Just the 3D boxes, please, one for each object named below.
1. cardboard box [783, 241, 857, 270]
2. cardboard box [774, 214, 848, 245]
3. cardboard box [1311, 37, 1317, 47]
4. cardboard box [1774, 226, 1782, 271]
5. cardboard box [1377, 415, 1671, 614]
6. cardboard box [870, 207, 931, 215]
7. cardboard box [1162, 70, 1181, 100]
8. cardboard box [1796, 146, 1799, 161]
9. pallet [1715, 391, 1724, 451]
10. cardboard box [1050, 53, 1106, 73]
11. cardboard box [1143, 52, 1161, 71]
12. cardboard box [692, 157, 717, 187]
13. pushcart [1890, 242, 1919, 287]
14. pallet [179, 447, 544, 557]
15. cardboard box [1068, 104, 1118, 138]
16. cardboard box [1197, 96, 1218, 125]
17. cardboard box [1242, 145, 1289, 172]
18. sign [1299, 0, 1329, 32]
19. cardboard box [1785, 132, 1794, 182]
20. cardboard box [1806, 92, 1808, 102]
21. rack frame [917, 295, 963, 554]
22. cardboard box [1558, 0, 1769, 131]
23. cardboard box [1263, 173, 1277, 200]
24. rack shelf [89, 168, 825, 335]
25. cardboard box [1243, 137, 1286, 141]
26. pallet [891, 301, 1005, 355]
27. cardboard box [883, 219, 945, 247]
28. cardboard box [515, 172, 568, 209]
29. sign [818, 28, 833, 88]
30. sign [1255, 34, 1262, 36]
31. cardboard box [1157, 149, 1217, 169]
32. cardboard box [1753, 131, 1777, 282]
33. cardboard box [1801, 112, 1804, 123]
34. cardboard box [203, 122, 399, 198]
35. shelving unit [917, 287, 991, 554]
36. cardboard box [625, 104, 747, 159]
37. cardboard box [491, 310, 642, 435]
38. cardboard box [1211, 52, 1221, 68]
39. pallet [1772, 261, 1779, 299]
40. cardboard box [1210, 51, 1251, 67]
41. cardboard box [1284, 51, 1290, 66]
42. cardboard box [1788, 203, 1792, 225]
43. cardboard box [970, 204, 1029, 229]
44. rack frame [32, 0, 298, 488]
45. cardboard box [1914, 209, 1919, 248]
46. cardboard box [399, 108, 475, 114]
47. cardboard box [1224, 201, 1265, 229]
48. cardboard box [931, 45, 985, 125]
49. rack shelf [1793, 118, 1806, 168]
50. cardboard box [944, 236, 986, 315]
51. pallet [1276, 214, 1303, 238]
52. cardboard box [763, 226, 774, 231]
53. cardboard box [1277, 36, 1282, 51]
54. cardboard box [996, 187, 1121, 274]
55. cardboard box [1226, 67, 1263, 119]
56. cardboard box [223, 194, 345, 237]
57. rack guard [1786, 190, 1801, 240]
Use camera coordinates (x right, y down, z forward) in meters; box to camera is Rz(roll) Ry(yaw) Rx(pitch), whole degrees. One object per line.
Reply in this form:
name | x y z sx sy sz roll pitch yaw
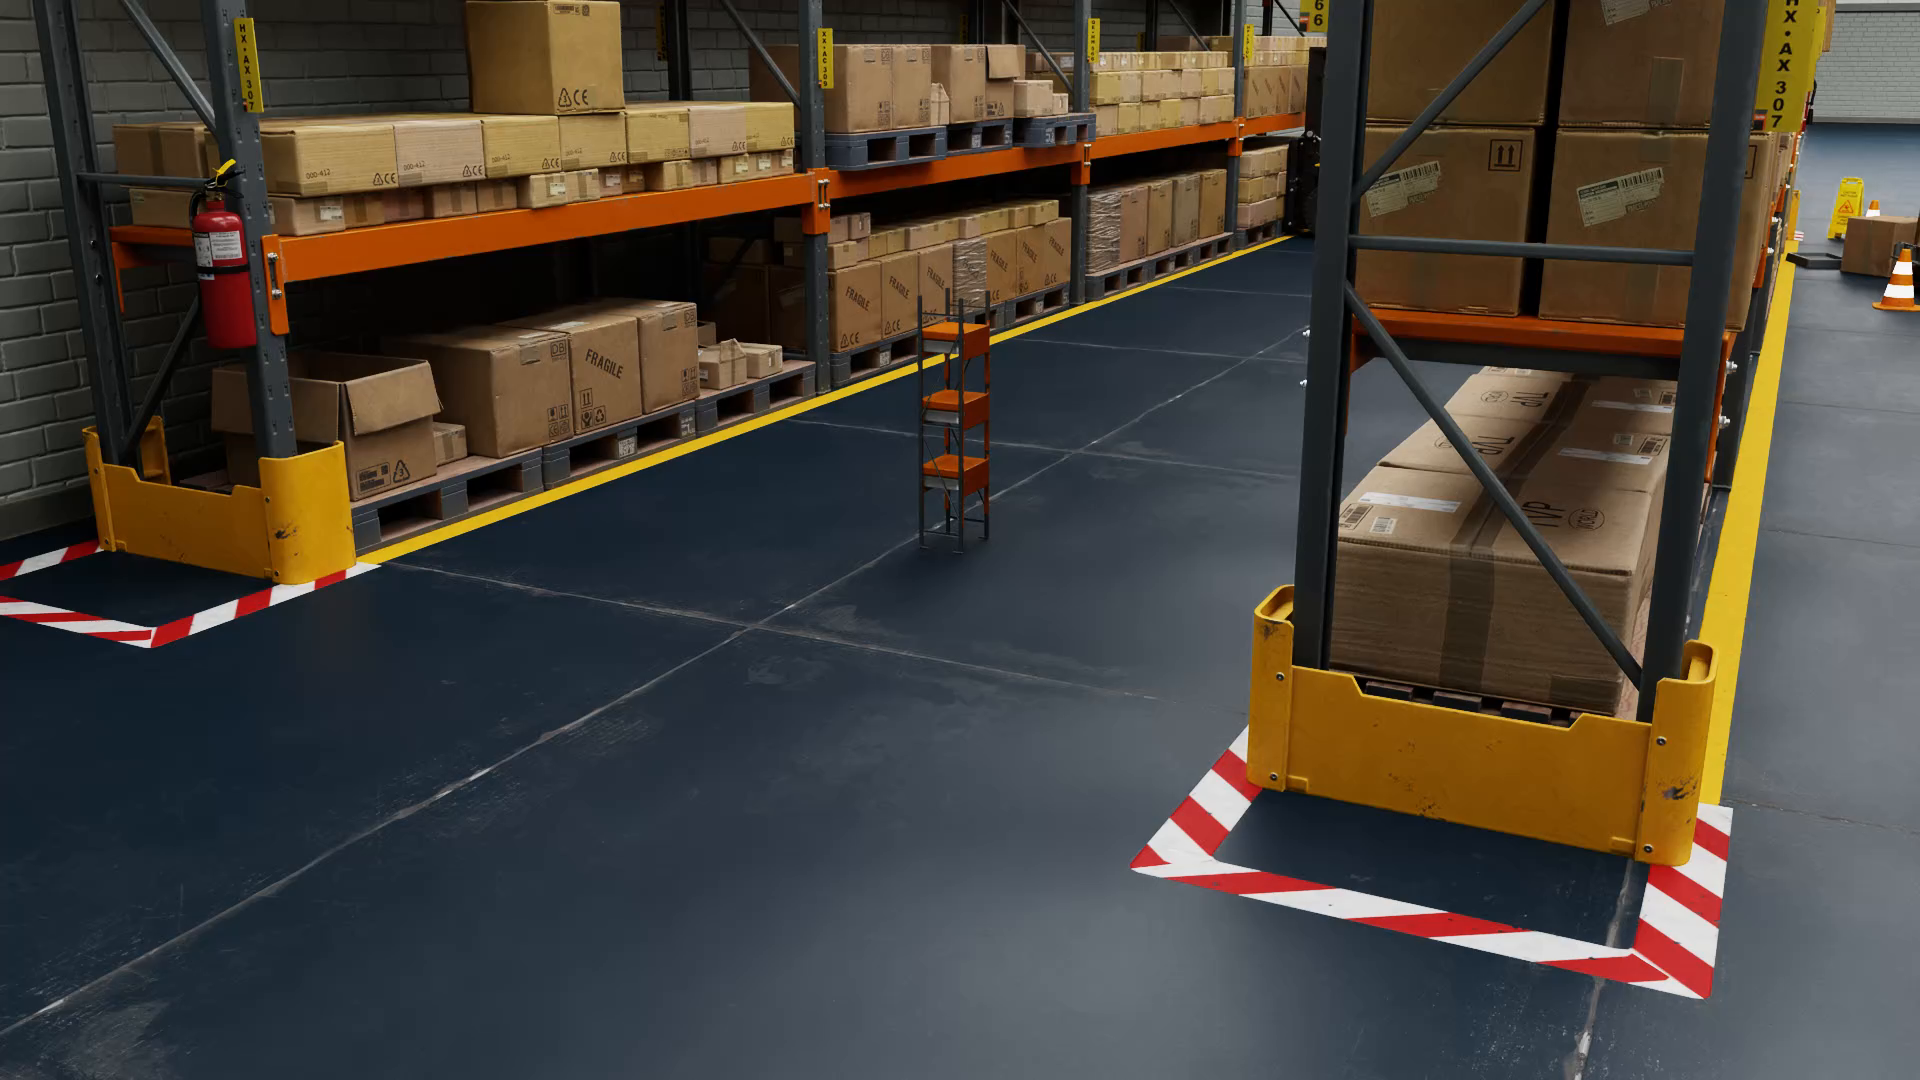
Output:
cardboard box | -0.854 -1.746 10.147 0.380 0.149 0.250 9 19 28
cardboard box | -0.908 -1.896 10.130 0.380 0.149 0.250 8 18 24
cardboard box | 3.768 -5.543 18.581 0.380 0.149 0.250 9 19 27
cardboard box | 6.214 -2.405 13.733 0.950 0.372 0.625 9 19 29
cardboard box | 2.010 -0.113 5.898 0.875 0.438 0.875 9 19 27
cardboard box | -0.437 -2.346 12.168 0.380 0.149 0.250 8 18 24
cardboard box | 1.633 -4.034 14.725 0.500 0.250 0.500 8 18 26
cardboard box | 7.608 -3.606 15.533 0.380 0.149 0.250 9 19 27
pallet | 3.467 -0.613 8.717 1.003 0.211 1.213 8 18 25
cardboard box | 0.941 -3.796 13.220 0.380 0.149 0.250 9 19 27
cardboard box | 1.508 -4.126 14.332 0.380 0.149 0.250 9 19 27
cardboard box | -1.502 -1.939 8.724 0.380 0.149 0.250 9 19 27
pushcart | 8.827 -2.247 13.927 1.648 0.377 0.936 2 17 6
pallet | -2.650 -0.241 7.465 1.003 0.211 1.213 8 18 25
cardboard box | 0.952 -3.403 13.477 0.500 0.250 0.500 8 18 26
cardboard box | 2.112 -4.050 15.654 0.500 0.250 0.500 8 18 25
cardboard box | 3.269 -4.115 17.946 0.500 0.250 0.500 9 19 27
sign | 0.924 -1.466 4.242 0.100 0.325 0.005 8 18 25
cardboard box | 4.328 -2.137 9.214 0.500 0.250 0.500 8 18 24
cardboard box | 8.556 -4.817 17.277 0.500 0.500 0.500 8 18 24
rack frame | -0.078 -0.459 6.724 0.200 1.050 0.008 8 18 25
cardboard box | 1.872 -1.338 4.329 0.500 0.500 0.500 8 18 24
cardboard box | 3.038 -3.747 17.586 0.500 0.250 0.500 8 18 25
rack shelf | -2.146 -1.520 8.137 1.077 0.370 4.000 8 18 25
cardboard box | 3.506 -4.567 19.469 0.500 0.250 0.500 8 18 25
pallet | -0.379 -1.561 11.910 1.003 0.211 1.213 8 18 25
cardboard box | -0.326 -2.086 11.293 0.380 0.149 0.250 9 19 27
cardboard box | -2.027 -1.605 7.603 0.380 0.149 0.250 8 18 24
sign | -0.763 -2.722 9.400 0.100 0.325 0.005 8 18 25
sign | 3.616 -5.956 20.149 0.100 0.325 0.005 8 18 25
cardboard box | 2.369 -3.924 17.304 0.500 0.250 0.500 9 19 26
cardboard box | 2.319 -1.118 5.345 0.500 0.500 0.500 8 18 25
cardboard box | 7.773 -4.025 15.749 0.380 0.149 0.250 8 18 26
cardboard box | -2.596 -1.507 6.572 0.500 0.250 0.500 8 18 26
shelving unit | -0.024 -0.490 6.829 0.215 1.050 0.252 8 18 25
cardboard box | -1.472 -2.155 8.751 0.500 0.250 0.500 8 18 26
cardboard box | -1.939 -0.837 8.226 0.500 0.500 0.500 8 19 26
cardboard box | 2.269 -4.587 15.886 0.380 0.149 0.250 8 18 25
pallet | 6.418 -2.246 14.216 1.003 0.211 1.213 8 18 25
cardboard box | 2.700 -4.818 16.664 0.380 0.149 0.250 8 18 24
cardboard box | 3.298 -5.141 17.750 0.380 0.149 0.250 7 18 24
cardboard box | 8.421 -3.437 17.420 0.500 0.250 0.500 8 18 25
cardboard box | 0.290 -2.414 12.397 0.380 0.149 0.250 7 18 24
rack frame | -3.039 -1.355 6.319 1.000 3.000 0.127 8 18 25
cardboard box | 8.371 -2.727 13.998 0.500 0.500 0.500 8 18 25
cardboard box | -2.381 -1.967 8.119 0.500 0.250 0.500 8 18 25
cardboard box | 2.835 -3.376 17.215 0.500 0.250 0.500 8 18 26
cardboard box | -0.254 -3.050 11.112 0.700 0.500 0.500 8 18 25
rack shelf | 7.659 -3.946 16.305 1.077 0.370 4.000 8 18 25
cardboard box | -0.141 -1.867 11.693 0.500 0.500 0.500 7 18 23
pallet | 3.259 -3.584 18.721 1.003 0.211 1.213 8 18 25
cardboard box | -1.132 -1.949 10.832 0.380 0.149 0.250 8 18 26
cardboard box | 3.171 -5.223 17.504 0.380 0.149 0.250 8 18 24
cardboard box | 0.826 -2.613 13.987 0.875 0.625 0.625 9 19 27
cardboard box | 2.754 -4.540 16.865 0.500 0.500 0.500 8 18 24
cardboard box | -2.647 -1.284 6.519 0.380 0.149 0.250 8 18 25
rack guard | 8.518 -3.583 18.208 1.175 0.500 0.348 8 18 25
